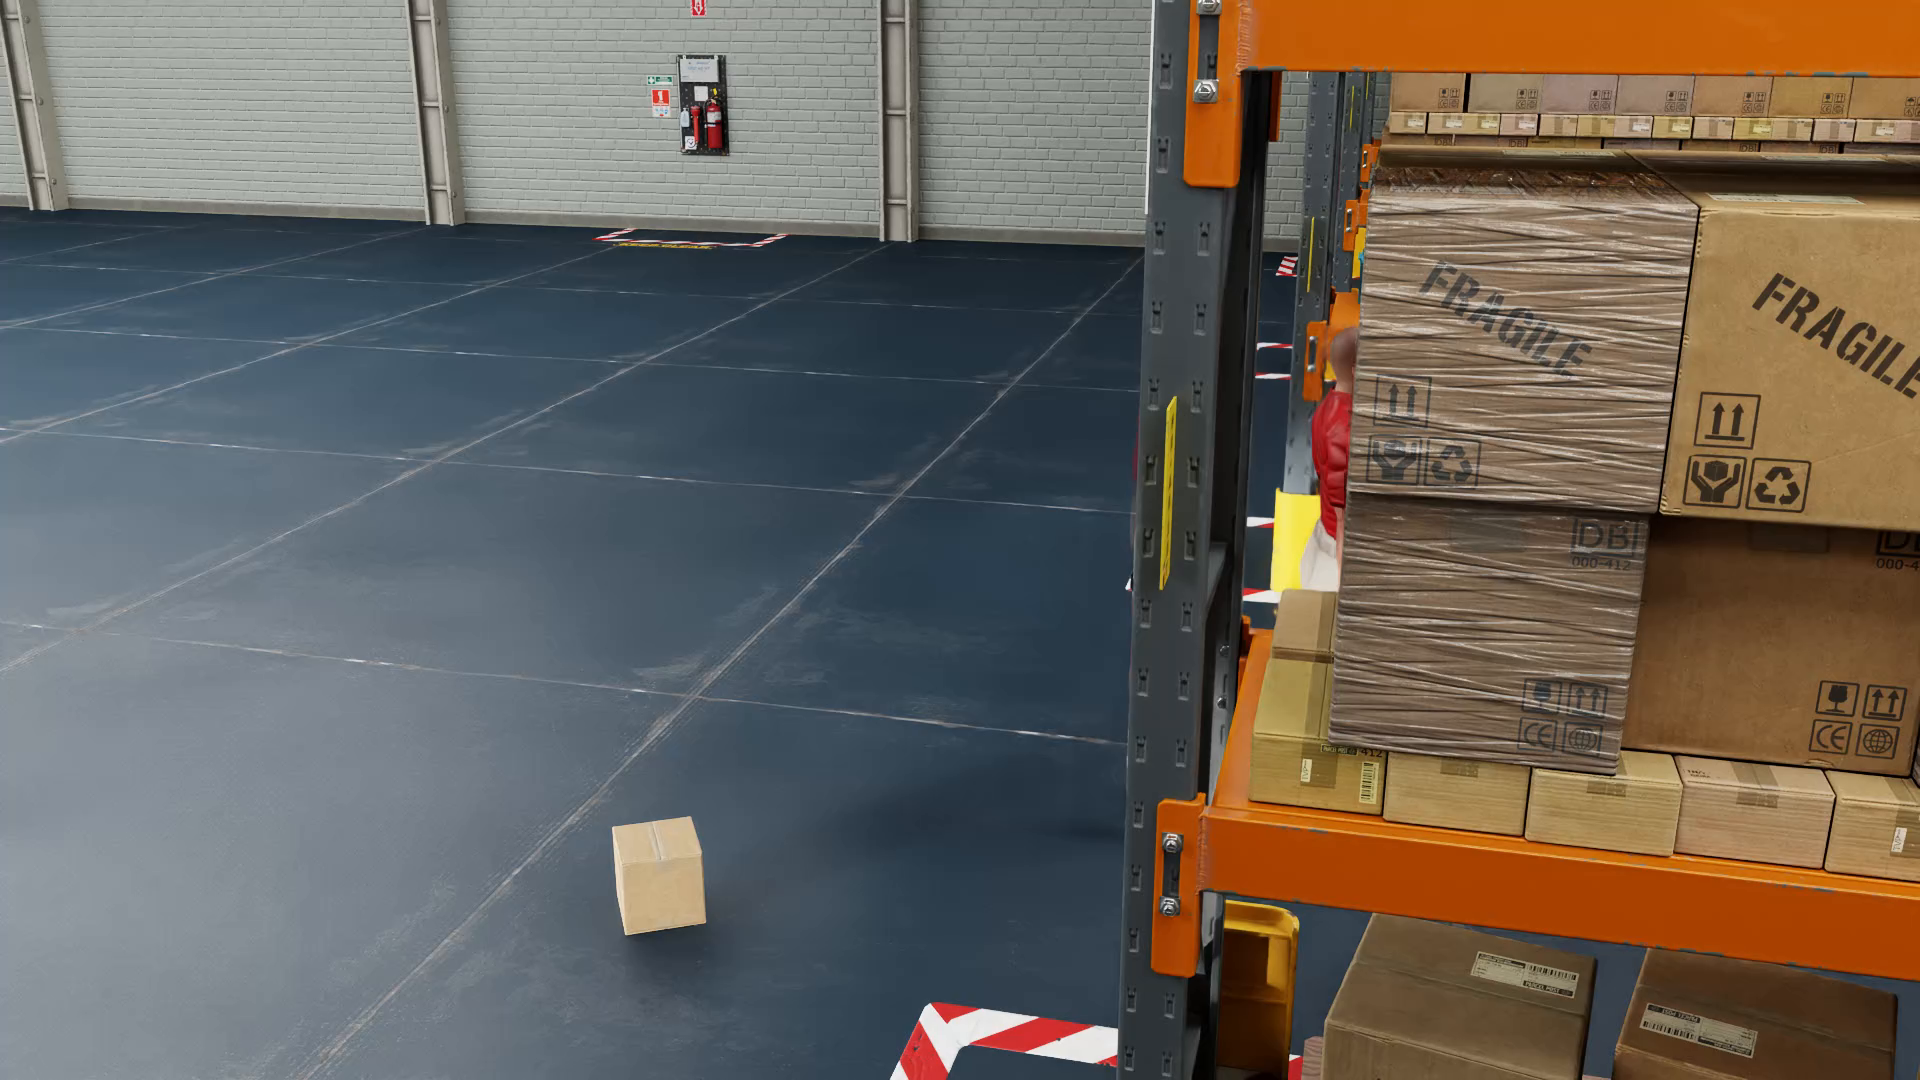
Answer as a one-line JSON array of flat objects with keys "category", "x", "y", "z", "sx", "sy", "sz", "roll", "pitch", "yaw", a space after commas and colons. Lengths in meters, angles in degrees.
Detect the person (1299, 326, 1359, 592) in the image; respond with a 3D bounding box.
[{"category": "person", "x": 1.336, "y": 0.144, "z": 5.582, "sx": 0.475, "sy": 1.737, "sz": 0.564, "roll": 1, "pitch": 18, "yaw": 2}]
